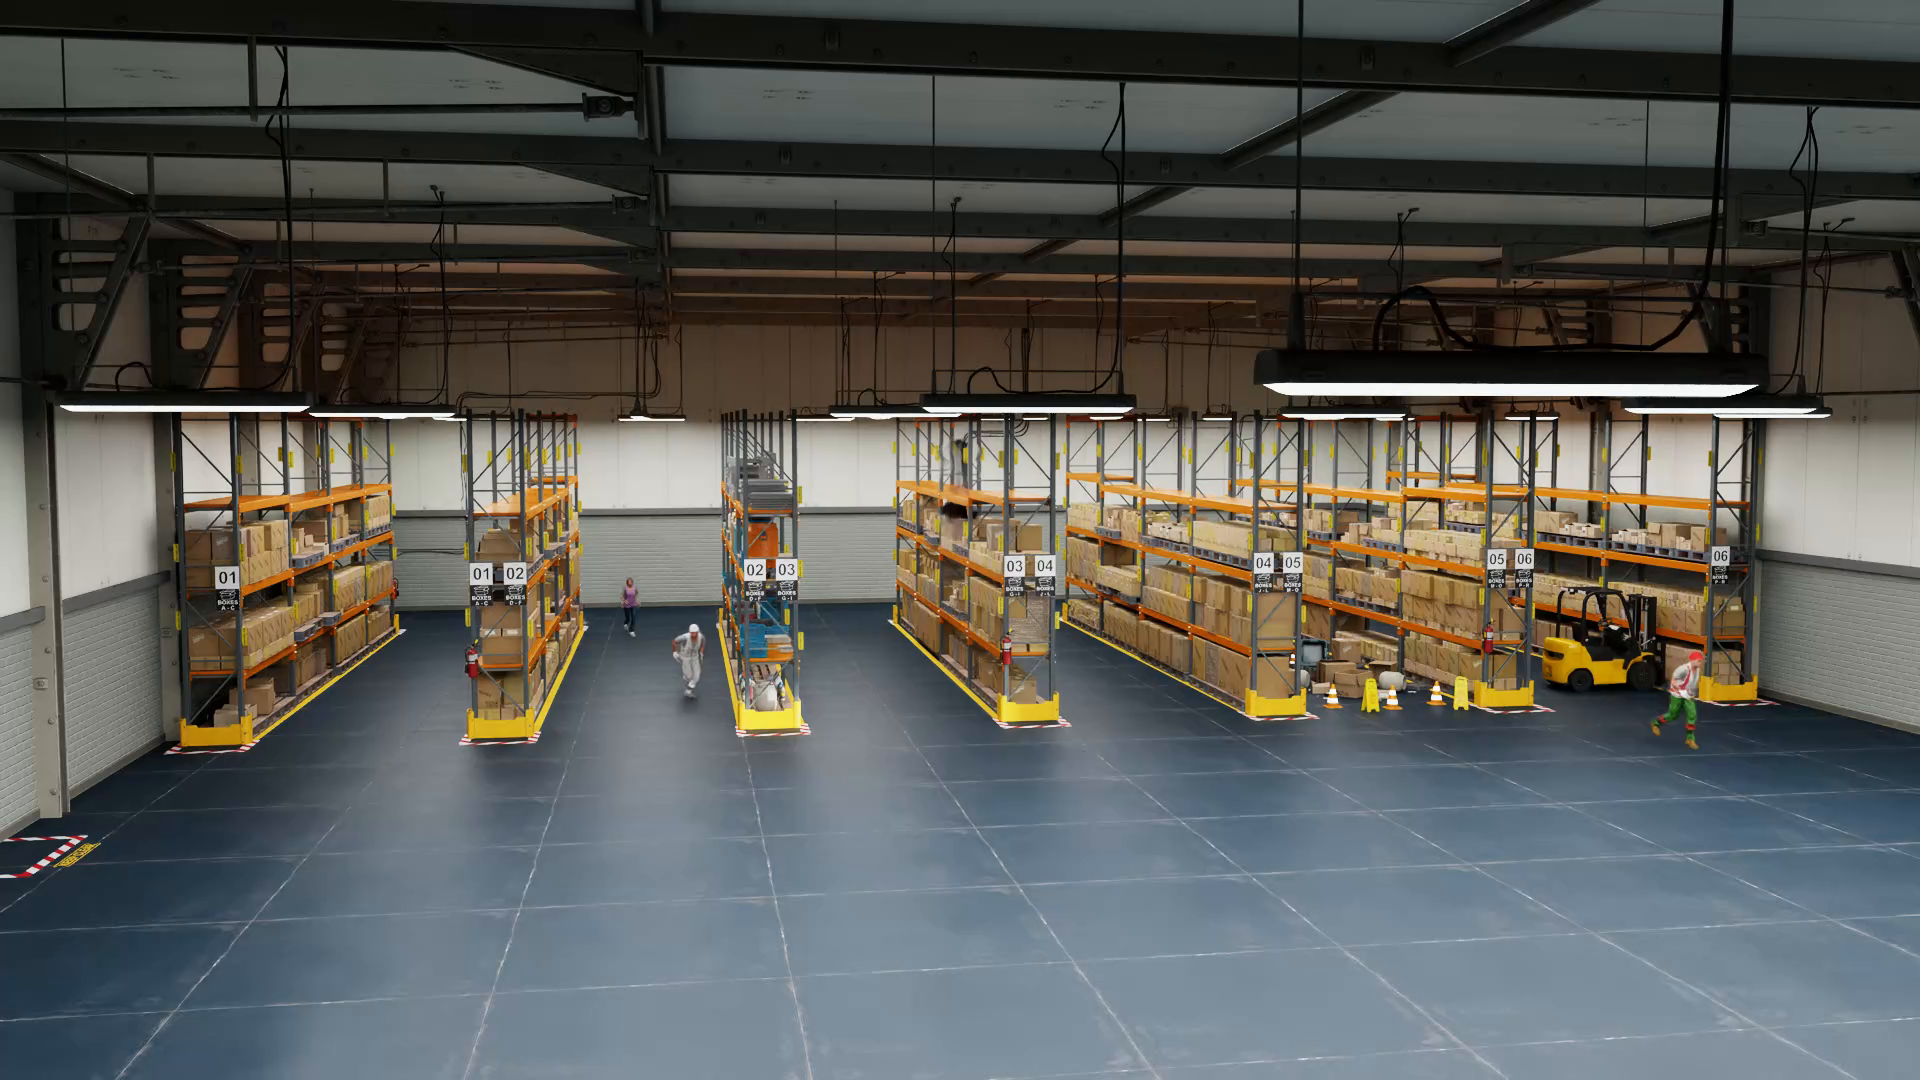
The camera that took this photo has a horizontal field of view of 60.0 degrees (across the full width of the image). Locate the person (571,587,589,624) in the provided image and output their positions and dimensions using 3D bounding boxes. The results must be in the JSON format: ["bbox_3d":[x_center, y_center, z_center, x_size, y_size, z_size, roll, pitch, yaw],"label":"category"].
[{"bbox_3d":[-11.073,1.591,47.277,0.871,1.673,0.600,0,4,5],"label":"person"}]

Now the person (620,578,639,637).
[{"bbox_3d":[-8.961,1.805,45.106,0.535,1.578,0.768,-2,4,-24],"label":"person"}]

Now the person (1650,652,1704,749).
[{"bbox_3d":[12.813,2.815,29.716,0.658,1.730,1.049,-3,5,-33],"label":"person"}]

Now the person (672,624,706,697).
[{"bbox_3d":[-5.657,2.519,34.725,0.685,1.583,0.900,-2,4,-26],"label":"person"}]
